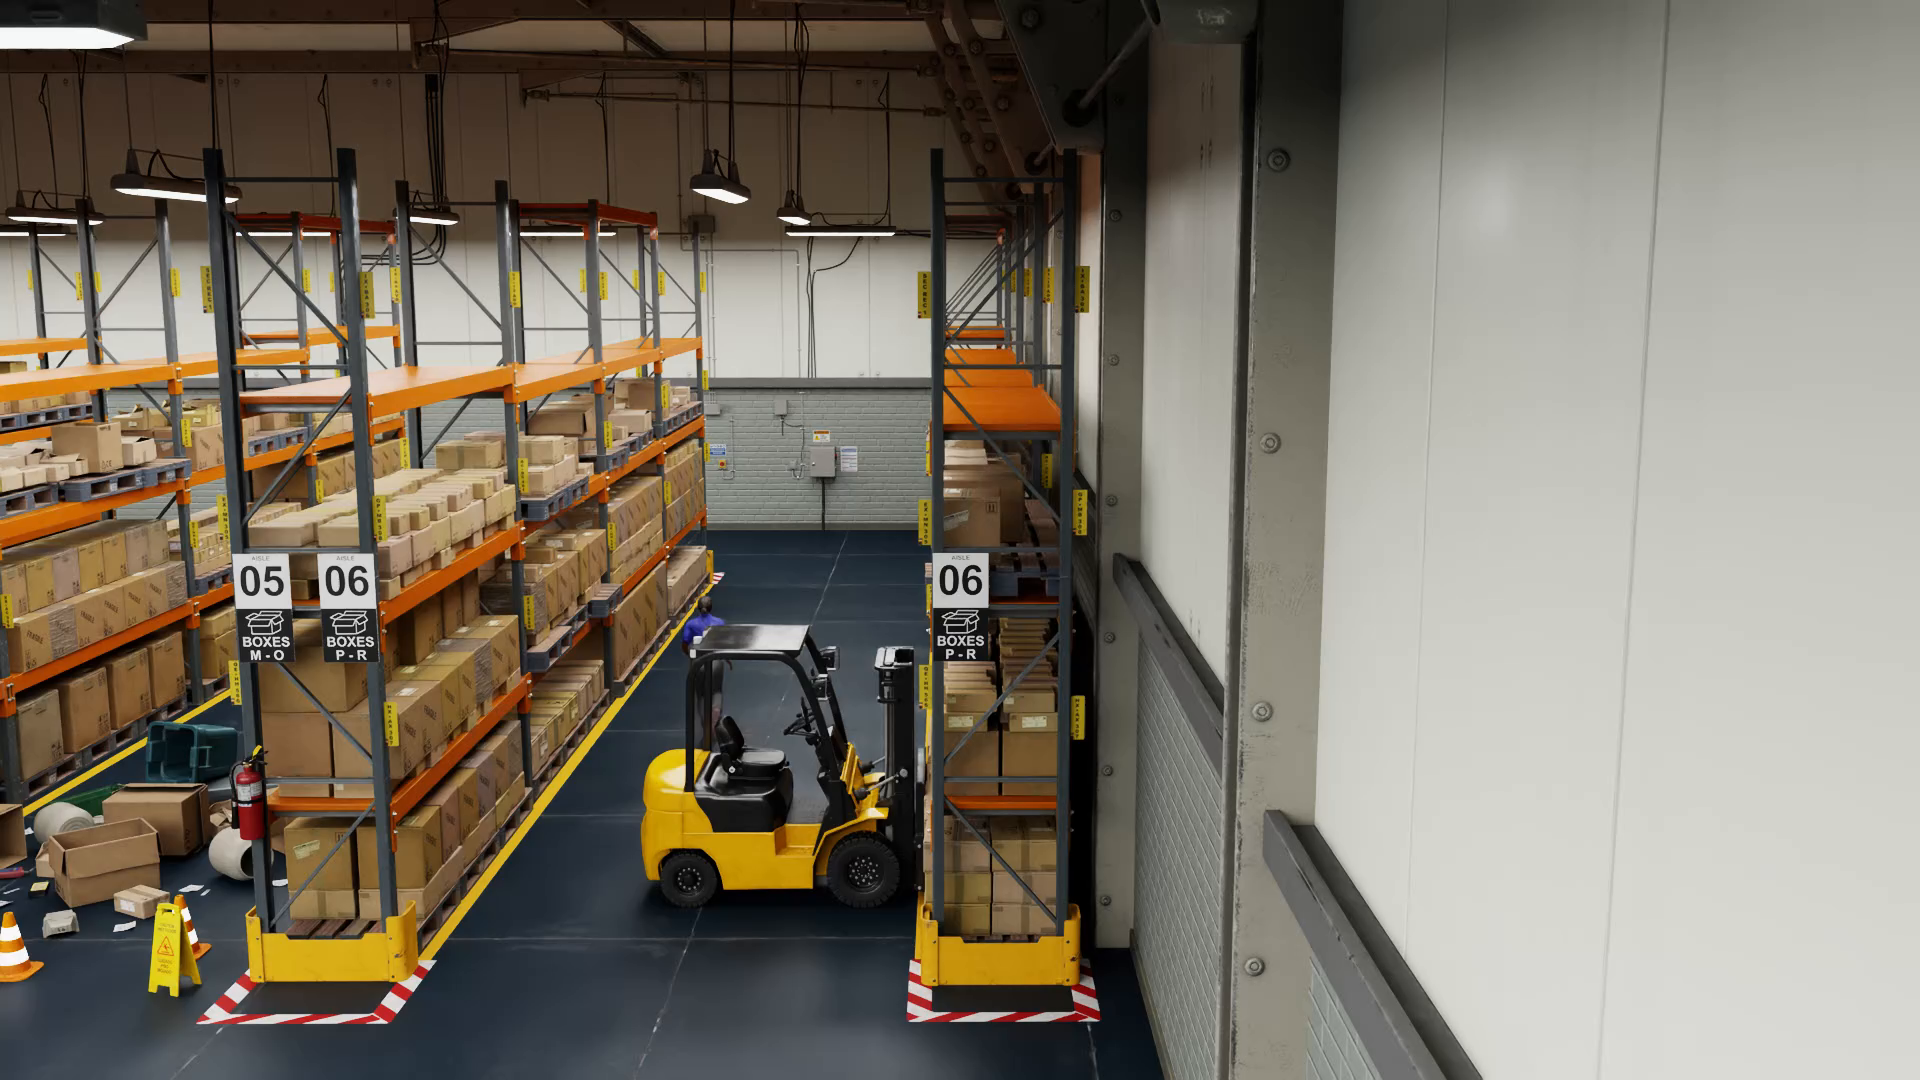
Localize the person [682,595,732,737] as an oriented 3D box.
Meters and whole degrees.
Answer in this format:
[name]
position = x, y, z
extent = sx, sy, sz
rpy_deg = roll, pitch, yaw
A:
[person]
position = -2.831, 1.428, 18.657
extent = 0.566, 1.599, 0.590
rpy_deg = -1, 9, -6
